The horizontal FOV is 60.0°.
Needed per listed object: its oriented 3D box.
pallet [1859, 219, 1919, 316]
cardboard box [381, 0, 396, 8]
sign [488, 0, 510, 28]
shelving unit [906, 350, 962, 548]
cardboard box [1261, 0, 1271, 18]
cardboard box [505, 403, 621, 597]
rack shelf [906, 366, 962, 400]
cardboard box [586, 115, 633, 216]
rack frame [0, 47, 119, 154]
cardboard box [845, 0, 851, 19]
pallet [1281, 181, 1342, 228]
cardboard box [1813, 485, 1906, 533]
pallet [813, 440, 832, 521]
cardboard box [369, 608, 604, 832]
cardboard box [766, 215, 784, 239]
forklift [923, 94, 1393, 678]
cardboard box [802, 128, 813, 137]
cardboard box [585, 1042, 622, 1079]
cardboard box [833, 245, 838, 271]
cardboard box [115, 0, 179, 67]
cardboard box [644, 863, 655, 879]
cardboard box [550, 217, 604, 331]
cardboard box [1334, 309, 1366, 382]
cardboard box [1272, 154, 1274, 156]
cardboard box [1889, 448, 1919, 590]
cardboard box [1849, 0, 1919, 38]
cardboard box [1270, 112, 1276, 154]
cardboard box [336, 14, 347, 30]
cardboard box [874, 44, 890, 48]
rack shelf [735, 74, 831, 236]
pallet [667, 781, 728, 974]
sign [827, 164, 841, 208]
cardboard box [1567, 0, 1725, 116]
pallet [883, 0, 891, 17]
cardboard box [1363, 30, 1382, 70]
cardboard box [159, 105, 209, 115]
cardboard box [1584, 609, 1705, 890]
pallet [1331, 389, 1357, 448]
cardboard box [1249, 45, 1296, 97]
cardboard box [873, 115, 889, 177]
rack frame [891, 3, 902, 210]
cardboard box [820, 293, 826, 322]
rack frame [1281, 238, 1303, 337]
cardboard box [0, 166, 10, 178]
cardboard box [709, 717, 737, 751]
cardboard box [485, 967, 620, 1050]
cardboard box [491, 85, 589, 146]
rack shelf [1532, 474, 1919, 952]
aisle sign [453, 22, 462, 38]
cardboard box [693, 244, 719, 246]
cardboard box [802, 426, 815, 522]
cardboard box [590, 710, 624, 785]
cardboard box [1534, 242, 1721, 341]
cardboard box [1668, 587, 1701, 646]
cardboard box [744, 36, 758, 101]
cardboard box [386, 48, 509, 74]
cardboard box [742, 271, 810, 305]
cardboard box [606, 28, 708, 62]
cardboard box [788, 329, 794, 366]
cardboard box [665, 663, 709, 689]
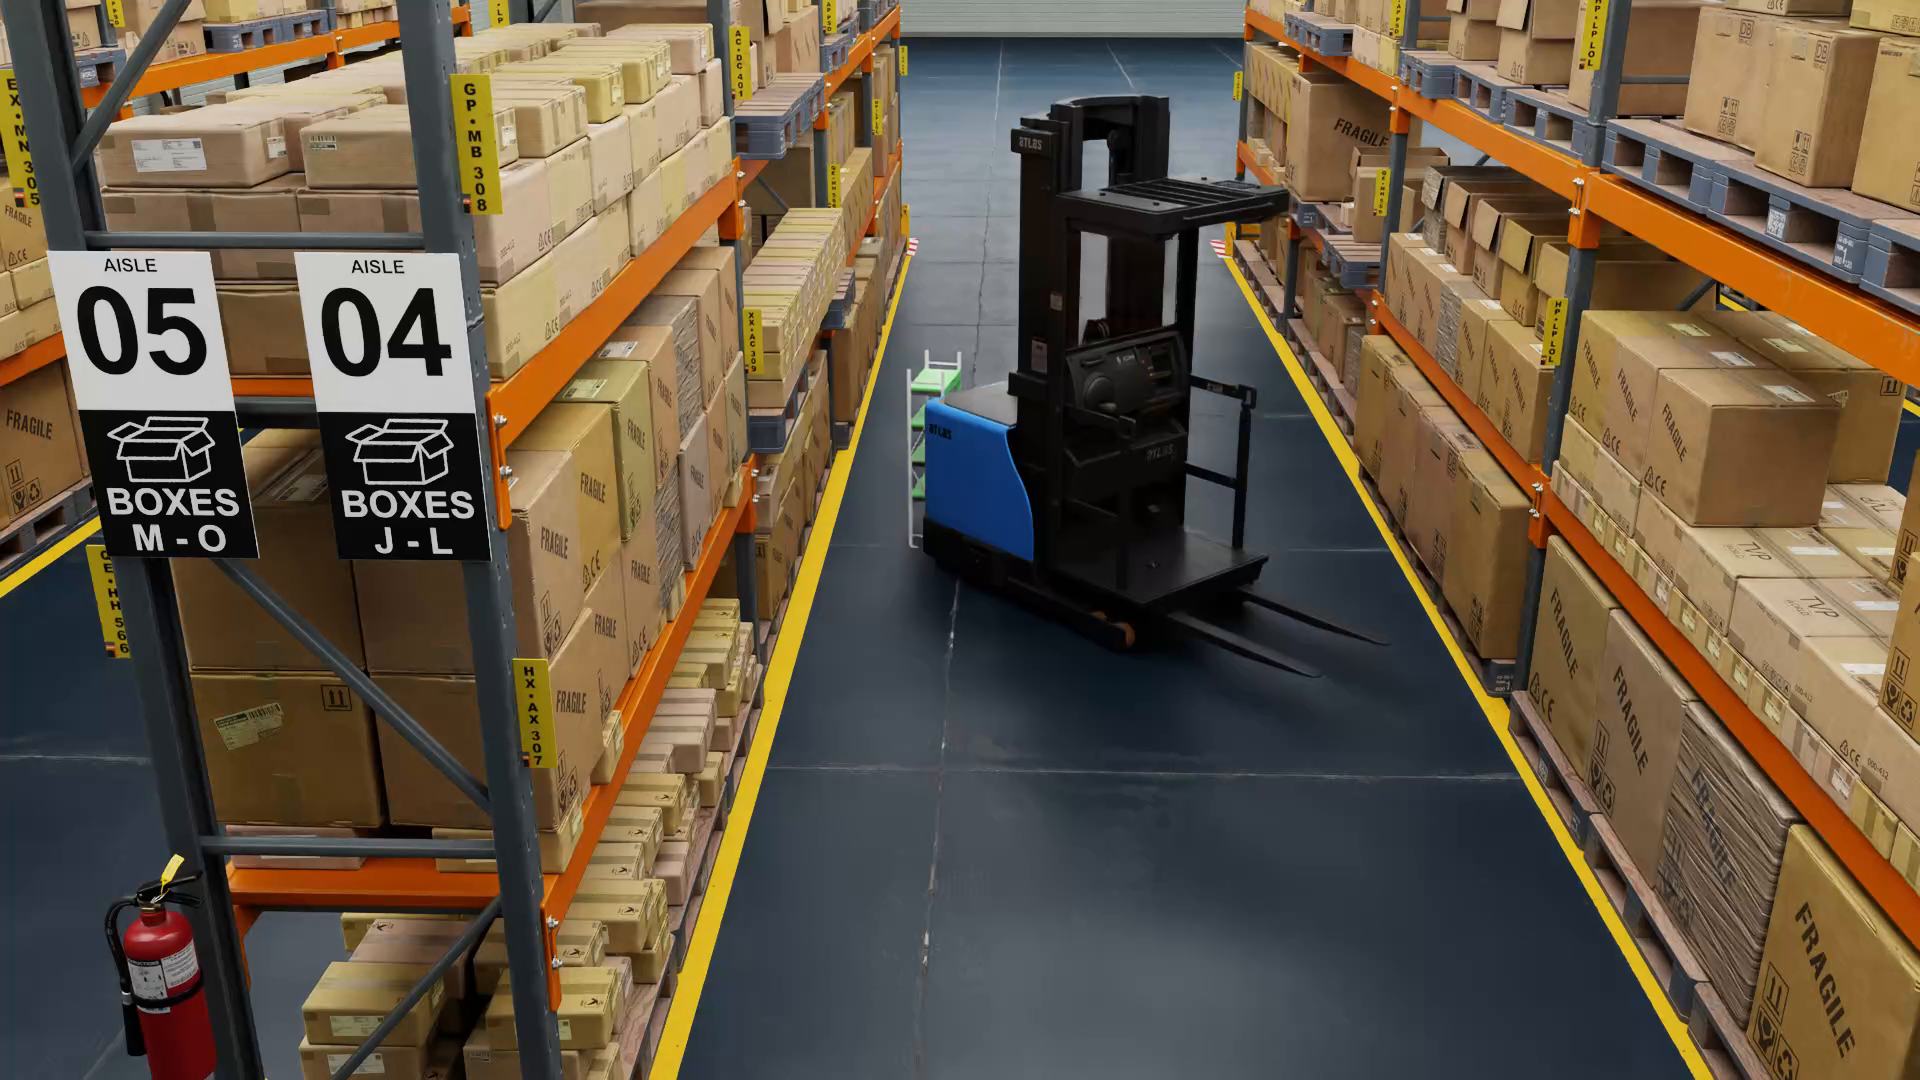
[{"bbox_3d":[3.278,-0.668,4.579,1.003,0.211,1.213,1,21,2],"label":"pallet"},{"bbox_3d":[-5.952,-5.481,16.658,0.500,0.250,0.500,1,21,2],"label":"cardboard box"},{"bbox_3d":[-2.122,-2.408,7.682,0.100,0.325,0.005,1,21,2],"label":"sign"},{"bbox_3d":[-0.164,-0.593,10.899,0.258,1.200,0.503,4,22,11],"label":"shelving unit"},{"bbox_3d":[3.451,-5.619,17.425,0.500,0.250,0.500,1,21,1],"label":"cardboard box"},{"bbox_3d":[-1.400,-0.127,5.278,0.500,0.500,0.500,1,21,3],"label":"cardboard box"},{"bbox_3d":[-0.164,-0.981,10.749,0.258,0.148,0.480,4,22,11],"label":"rack shelf"},{"bbox_3d":[-1.373,-1.222,5.402,0.500,0.250,0.500,1,21,2],"label":"cardboard box"},{"bbox_3d":[-6.396,-2.044,12.150,1.000,3.000,0.127,1,21,2],"label":"rack frame"},{"bbox_3d":[-1.157,-4.435,13.571,0.500,0.311,0.500,0,21,0],"label":"cardboard box"},{"bbox_3d":[3.463,-3.017,14.923,1.003,0.211,1.213,1,21,2],"label":"pallet"},{"bbox_3d":[3.608,-0.023,6.738,0.500,0.250,0.500,1,21,3],"label":"cardboard box"},{"bbox_3d":[-1.470,-0.444,11.880,1.003,0.211,1.213,1,21,2],"label":"pallet"},{"bbox_3d":[-1.399,0.522,4.988,0.500,0.500,0.500,2,21,4],"label":"cardboard box"},{"bbox_3d":[-1.161,-2.232,12.497,0.500,0.500,0.500,1,21,2],"label":"cardboard box"},{"bbox_3d":[1.106,-0.944,9.409,1.130,2.935,3.031,-17,27,-37],"label":"forklift"},{"bbox_3d":[-1.407,-2.884,12.794,0.700,0.500,0.500,0,21,1],"label":"cardboard box"},{"bbox_3d":[-1.352,1.814,5.568,0.380,0.149,0.250,1,21,3],"label":"cardboard box"},{"bbox_3d":[-1.017,-1.868,11.052,0.380,0.149,0.250,1,21,3],"label":"cardboard box"},{"bbox_3d":[-6.357,-3.832,12.472,0.700,0.500,0.500,1,21,2],"label":"cardboard box"},{"bbox_3d":[-1.403,1.298,6.486,0.380,0.149,0.250,0,21,-1],"label":"cardboard box"},{"bbox_3d":[-1.399,-0.812,5.035,0.500,0.250,0.500,1,21,3],"label":"cardboard box"},{"bbox_3d":[3.524,-1.623,13.912,0.700,0.500,0.500,2,21,6],"label":"cardboard box"},{"bbox_3d":[3.488,-3.977,17.479,0.380,0.149,0.250,1,21,2],"label":"cardboard box"},{"bbox_3d":[3.576,0.000,5.640,0.500,0.500,0.500,0,21,0],"label":"cardboard box"},{"bbox_3d":[3.338,-1.810,5.506,0.500,0.250,0.500,0,21,0],"label":"cardboard box"},{"bbox_3d":[3.728,-4.271,17.341,0.875,0.500,0.500,1,21,2],"label":"cardboard box"},{"bbox_3d":[-6.017,-4.883,15.667,0.380,0.149,0.250,0,21,1],"label":"cardboard box"},{"bbox_3d":[-1.252,-5.358,18.992,0.875,0.550,0.550,1,21,2],"label":"cardboard box"},{"bbox_3d":[-1.506,-2.366,9.828,1.077,0.370,4.000,1,21,2],"label":"rack shelf"},{"bbox_3d":[-1.586,1.406,7.114,1.003,0.211,1.213,1,21,2],"label":"pallet"},{"bbox_3d":[-0.902,-2.526,11.902,0.100,0.325,0.005,1,21,2],"label":"sign"},{"bbox_3d":[3.396,-2.339,8.046,0.700,0.500,0.500,1,21,3],"label":"cardboard box"},{"bbox_3d":[-1.248,-5.565,17.201,1.003,0.211,1.213,1,21,2],"label":"pallet"},{"bbox_3d":[3.281,-3.618,12.266,0.500,0.250,0.500,1,21,1],"label":"cardboard box"},{"bbox_3d":[-6.572,-3.614,14.169,0.380,0.149,0.250,2,21,5],"label":"cardboard box"},{"bbox_3d":[3.261,0.869,6.999,0.875,0.875,0.875,1,21,2],"label":"cardboard box"},{"bbox_3d":[3.535,-0.917,13.102,1.003,0.211,1.213,1,21,2],"label":"pallet"},{"bbox_3d":[3.442,-5.102,18.101,0.500,0.500,0.500,1,21,2],"label":"cardboard box"},{"bbox_3d":[-1.196,-4.069,17.161,0.875,0.550,0.550,1,21,2],"label":"cardboard box"},{"bbox_3d":[-1.202,-4.919,19.559,1.000,3.000,0.127,1,21,2],"label":"rack frame"},{"bbox_3d":[-1.045,-1.458,10.406,0.380,0.149,0.250,1,21,3],"label":"cardboard box"},{"bbox_3d":[3.631,-3.381,15.596,1.000,3.000,0.127,1,21,2],"label":"rack frame"},{"bbox_3d":[-6.157,-2.181,10.984,0.500,0.500,0.500,1,21,3],"label":"cardboard box"},{"bbox_3d":[-1.273,0.888,7.953,0.380,0.149,0.250,0,21,0],"label":"cardboard box"},{"bbox_3d":[-1.333,1.537,5.460,0.380,0.149,0.250,0,21,-1],"label":"cardboard box"},{"bbox_3d":[-1.336,-1.273,4.981,0.380,0.149,0.250,1,21,2],"label":"cardboard box"},{"bbox_3d":[3.327,0.570,6.408,1.077,0.370,4.000,1,21,2],"label":"rack shelf"},{"bbox_3d":[-5.861,-6.168,19.184,0.394,0.787,0.004,1,21,2],"label":"aisle sign"},{"bbox_3d":[-1.691,-1.742,10.316,0.380,0.149,0.250,1,21,3],"label":"cardboard box"},{"bbox_3d":[-1.223,-0.437,10.883,0.500,0.500,0.500,0,21,-1],"label":"cardboard box"},{"bbox_3d":[-1.323,0.681,5.475,0.380,0.149,0.250,0,21,0],"label":"cardboard box"},{"bbox_3d":[3.399,-1.234,8.538,0.797,0.503,0.637,0,21,0],"label":"cardboard box"},{"bbox_3d":[3.001,0.295,6.468,0.380,0.149,0.250,0,21,0],"label":"cardboard box"},{"bbox_3d":[-1.330,-2.448,8.588,0.500,0.311,0.500,0,21,1],"label":"cardboard box"},{"bbox_3d":[-1.906,-1.750,6.211,0.380,0.149,0.250,2,21,4],"label":"cardboard box"},{"bbox_3d":[-1.065,-1.449,9.562,0.380,0.149,0.250,0,21,1],"label":"cardboard box"},{"bbox_3d":[-1.301,-2.115,7.152,0.380,0.149,0.250,1,21,3],"label":"cardboard box"},{"bbox_3d":[-1.089,-1.028,8.888,0.380,0.149,0.250,0,21,1],"label":"cardboard box"},{"bbox_3d":[-1.372,0.684,7.659,0.380,0.149,0.250,1,21,3],"label":"cardboard box"}]
